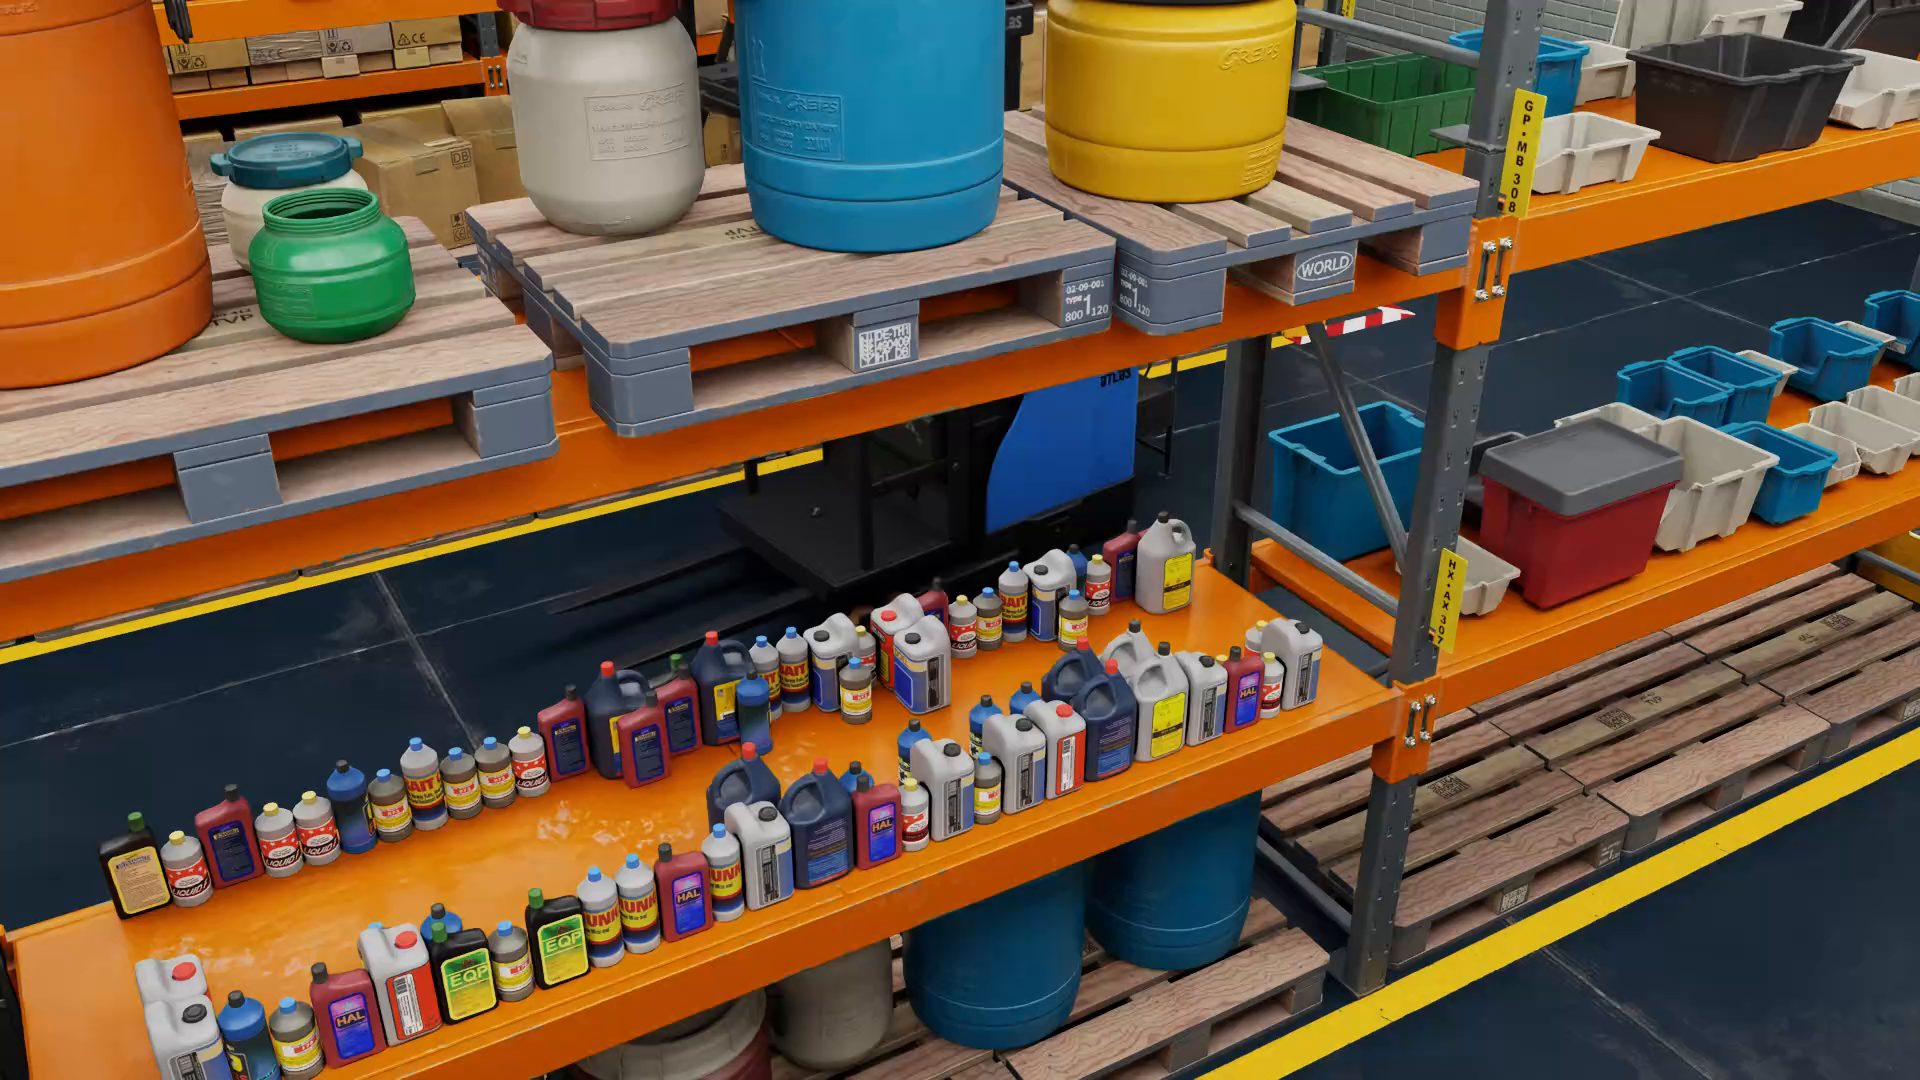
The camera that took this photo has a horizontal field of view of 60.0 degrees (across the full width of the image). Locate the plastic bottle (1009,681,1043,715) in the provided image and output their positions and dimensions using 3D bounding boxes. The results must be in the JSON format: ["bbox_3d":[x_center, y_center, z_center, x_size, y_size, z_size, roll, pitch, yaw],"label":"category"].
[{"bbox_3d":[0.190,0.530,4.818,0.097,0.271,0.097,0,29,0],"label":"plastic bottle"}]

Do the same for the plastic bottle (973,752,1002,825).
[{"bbox_3d":[0.067,0.681,4.617,0.097,0.201,0.097,0,29,0],"label":"plastic bottle"}]

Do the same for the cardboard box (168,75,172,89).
[{"bbox_3d":[-5.776,-3.280,11.829,0.250,0.149,0.380,-15,32,-26],"label":"cardboard box"}]

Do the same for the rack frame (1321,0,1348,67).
[{"bbox_3d":[2.138,-2.966,11.021,0.127,3.000,1.000,-16,33,-26],"label":"rack frame"}]

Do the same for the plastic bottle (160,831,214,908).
[{"bbox_3d":[-2.012,0.846,4.318,0.097,0.201,0.097,0,29,0],"label":"plastic bottle"}]

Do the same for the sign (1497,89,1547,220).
[{"bbox_3d":[1.472,-1.010,4.363,0.005,0.325,0.100,-16,33,-26],"label":"sign"}]

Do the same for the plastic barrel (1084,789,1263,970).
[{"bbox_3d":[0.718,0.938,5.683,0.708,0.901,0.600,-16,33,-26],"label":"plastic barrel"}]

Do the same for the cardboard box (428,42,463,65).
[{"bbox_3d":[-3.972,-3.748,12.676,0.250,0.149,0.380,-16,32,-26],"label":"cardboard box"}]

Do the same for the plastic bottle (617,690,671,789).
[{"bbox_3d":[-0.903,0.566,4.741,0.133,0.283,0.061,-16,33,-26],"label":"plastic bottle"}]

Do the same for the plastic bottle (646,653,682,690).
[{"bbox_3d":[-0.861,0.473,4.909,0.133,0.283,0.061,-16,33,-26],"label":"plastic bottle"}]

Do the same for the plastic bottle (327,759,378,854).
[{"bbox_3d":[-1.645,0.711,4.490,0.097,0.271,0.097,0,29,0],"label":"plastic bottle"}]

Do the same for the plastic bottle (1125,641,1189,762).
[{"bbox_3d":[0.569,0.460,4.863,0.185,0.351,0.144,-16,33,-26],"label":"plastic bottle"}]

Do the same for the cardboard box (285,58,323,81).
[{"bbox_3d":[-4.866,-3.510,12.246,0.250,0.149,0.380,-16,33,-26],"label":"cardboard box"}]

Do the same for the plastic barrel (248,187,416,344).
[{"bbox_3d":[-1.223,-0.536,3.239,0.294,0.245,0.294,0,29,0],"label":"plastic barrel"}]

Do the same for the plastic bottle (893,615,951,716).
[{"bbox_3d":[-0.118,0.376,5.092,0.135,0.276,0.152,-16,33,-26],"label":"plastic bottle"}]

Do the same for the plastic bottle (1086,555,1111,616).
[{"bbox_3d":[0.458,0.145,5.589,0.097,0.201,0.097,0,29,0],"label":"plastic bottle"}]

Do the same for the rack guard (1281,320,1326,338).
[{"bbox_3d":[2.072,-1.853,11.591,0.348,0.500,1.175,-16,33,-26],"label":"rack guard"}]

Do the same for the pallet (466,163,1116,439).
[{"bbox_3d":[-0.407,-0.642,3.900,1.213,0.211,1.003,-16,33,-26],"label":"pallet"}]

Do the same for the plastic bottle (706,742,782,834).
[{"bbox_3d":[-0.574,0.699,4.429,0.185,0.351,0.144,-16,33,-26],"label":"plastic bottle"}]

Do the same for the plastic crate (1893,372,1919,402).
[{"bbox_3d":[4.033,-0.538,6.831,0.243,0.136,0.396,-16,33,-26],"label":"plastic crate"}]

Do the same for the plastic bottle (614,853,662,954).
[{"bbox_3d":[-0.806,0.898,4.151,0.097,0.271,0.097,0,29,0],"label":"plastic bottle"}]

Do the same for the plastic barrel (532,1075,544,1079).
[{"bbox_3d":[-1.399,1.659,4.779,0.421,0.512,0.421,0,29,0],"label":"plastic barrel"}]

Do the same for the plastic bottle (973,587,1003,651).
[{"bbox_3d":[0.090,0.249,5.400,0.097,0.201,0.097,0,29,0],"label":"plastic bottle"}]

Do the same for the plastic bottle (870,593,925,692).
[{"bbox_3d":[-0.195,0.313,5.207,0.135,0.276,0.152,-16,33,-26],"label":"plastic bottle"}]

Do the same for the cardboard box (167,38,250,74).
[{"bbox_3d":[-5.394,-3.642,11.813,0.500,0.500,0.500,-15,32,-25],"label":"cardboard box"}]

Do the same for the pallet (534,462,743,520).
[{"bbox_3d":[-1.993,-0.551,9.531,1.213,0.211,1.003,-16,33,-26],"label":"pallet"}]

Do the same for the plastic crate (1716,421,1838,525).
[{"bbox_3d":[3.003,-0.245,6.201,0.300,0.233,0.416,-16,33,-26],"label":"plastic crate"}]

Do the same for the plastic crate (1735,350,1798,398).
[{"bbox_3d":[3.361,-0.679,7.087,0.298,0.136,0.250,-16,33,-26],"label":"plastic crate"}]

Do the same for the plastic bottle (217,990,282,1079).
[{"bbox_3d":[-1.603,1.124,3.741,0.097,0.271,0.097,0,29,0],"label":"plastic bottle"}]

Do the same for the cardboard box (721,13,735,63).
[{"bbox_3d":[-1.006,-2.700,9.400,0.500,0.500,0.500,-16,33,-26],"label":"cardboard box"}]

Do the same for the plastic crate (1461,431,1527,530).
[{"bbox_3d":[2.024,-0.215,6.257,0.590,0.125,0.437,-16,33,-26],"label":"plastic crate"}]

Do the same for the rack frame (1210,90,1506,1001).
[{"bbox_3d":[1.195,0.077,5.506,0.127,3.000,1.000,-16,33,-26],"label":"rack frame"}]

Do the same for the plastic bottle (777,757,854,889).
[{"bbox_3d":[-0.381,0.730,4.374,0.185,0.351,0.144,-16,33,-26],"label":"plastic bottle"}]

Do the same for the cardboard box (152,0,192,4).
[{"bbox_3d":[-3.513,-2.738,7.399,0.500,0.500,0.910,-16,33,-26],"label":"cardboard box"}]

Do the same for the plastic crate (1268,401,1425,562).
[{"bbox_3d":[1.425,-0.198,5.960,0.575,0.384,0.392,-16,33,-26],"label":"plastic crate"}]

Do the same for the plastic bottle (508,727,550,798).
[{"bbox_3d":[-1.226,0.623,4.723,0.097,0.201,0.097,0,29,0],"label":"plastic bottle"}]

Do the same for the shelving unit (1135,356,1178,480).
[{"bbox_3d":[0.864,-1.263,8.865,0.503,2.100,0.431,-21,35,-33],"label":"shelving unit"}]

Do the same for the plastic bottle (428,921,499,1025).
[{"bbox_3d":[-1.179,1.009,3.938,0.133,0.283,0.061,-16,33,-26],"label":"plastic bottle"}]

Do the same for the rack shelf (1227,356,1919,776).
[{"bbox_3d":[2.920,-0.097,6.567,4.000,0.370,1.077,-16,33,-26],"label":"rack shelf"}]

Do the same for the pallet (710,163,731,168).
[{"bbox_3d":[-2.076,-3.283,14.481,1.213,0.211,1.003,-16,33,-26],"label":"pallet"}]

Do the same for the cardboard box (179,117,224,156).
[{"bbox_3d":[-5.814,-2.651,12.239,0.750,0.750,0.750,-16,33,-27],"label":"cardboard box"}]

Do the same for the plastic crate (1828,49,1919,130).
[{"bbox_3d":[2.988,-1.491,5.515,0.530,0.136,0.437,-16,33,-26],"label":"plastic crate"}]

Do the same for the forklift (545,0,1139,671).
[{"bbox_3d":[-0.539,-1.102,7.713,3.031,2.935,1.130,-21,35,-33],"label":"forklift"}]

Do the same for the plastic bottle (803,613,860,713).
[{"bbox_3d":[-0.395,0.370,5.104,0.135,0.276,0.152,-16,33,-26],"label":"plastic bottle"}]

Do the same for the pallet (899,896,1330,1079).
[{"bbox_3d":[0.509,1.470,5.869,1.213,0.211,1.003,-16,33,-26],"label":"pallet"}]

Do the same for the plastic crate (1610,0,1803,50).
[{"bbox_3d":[2.577,-1.749,5.834,0.530,0.282,0.437,-16,33,-26],"label":"plastic crate"}]

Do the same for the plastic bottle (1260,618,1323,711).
[{"bbox_3d":[1.019,0.363,5.117,0.135,0.276,0.152,-16,33,-26],"label":"plastic bottle"}]
